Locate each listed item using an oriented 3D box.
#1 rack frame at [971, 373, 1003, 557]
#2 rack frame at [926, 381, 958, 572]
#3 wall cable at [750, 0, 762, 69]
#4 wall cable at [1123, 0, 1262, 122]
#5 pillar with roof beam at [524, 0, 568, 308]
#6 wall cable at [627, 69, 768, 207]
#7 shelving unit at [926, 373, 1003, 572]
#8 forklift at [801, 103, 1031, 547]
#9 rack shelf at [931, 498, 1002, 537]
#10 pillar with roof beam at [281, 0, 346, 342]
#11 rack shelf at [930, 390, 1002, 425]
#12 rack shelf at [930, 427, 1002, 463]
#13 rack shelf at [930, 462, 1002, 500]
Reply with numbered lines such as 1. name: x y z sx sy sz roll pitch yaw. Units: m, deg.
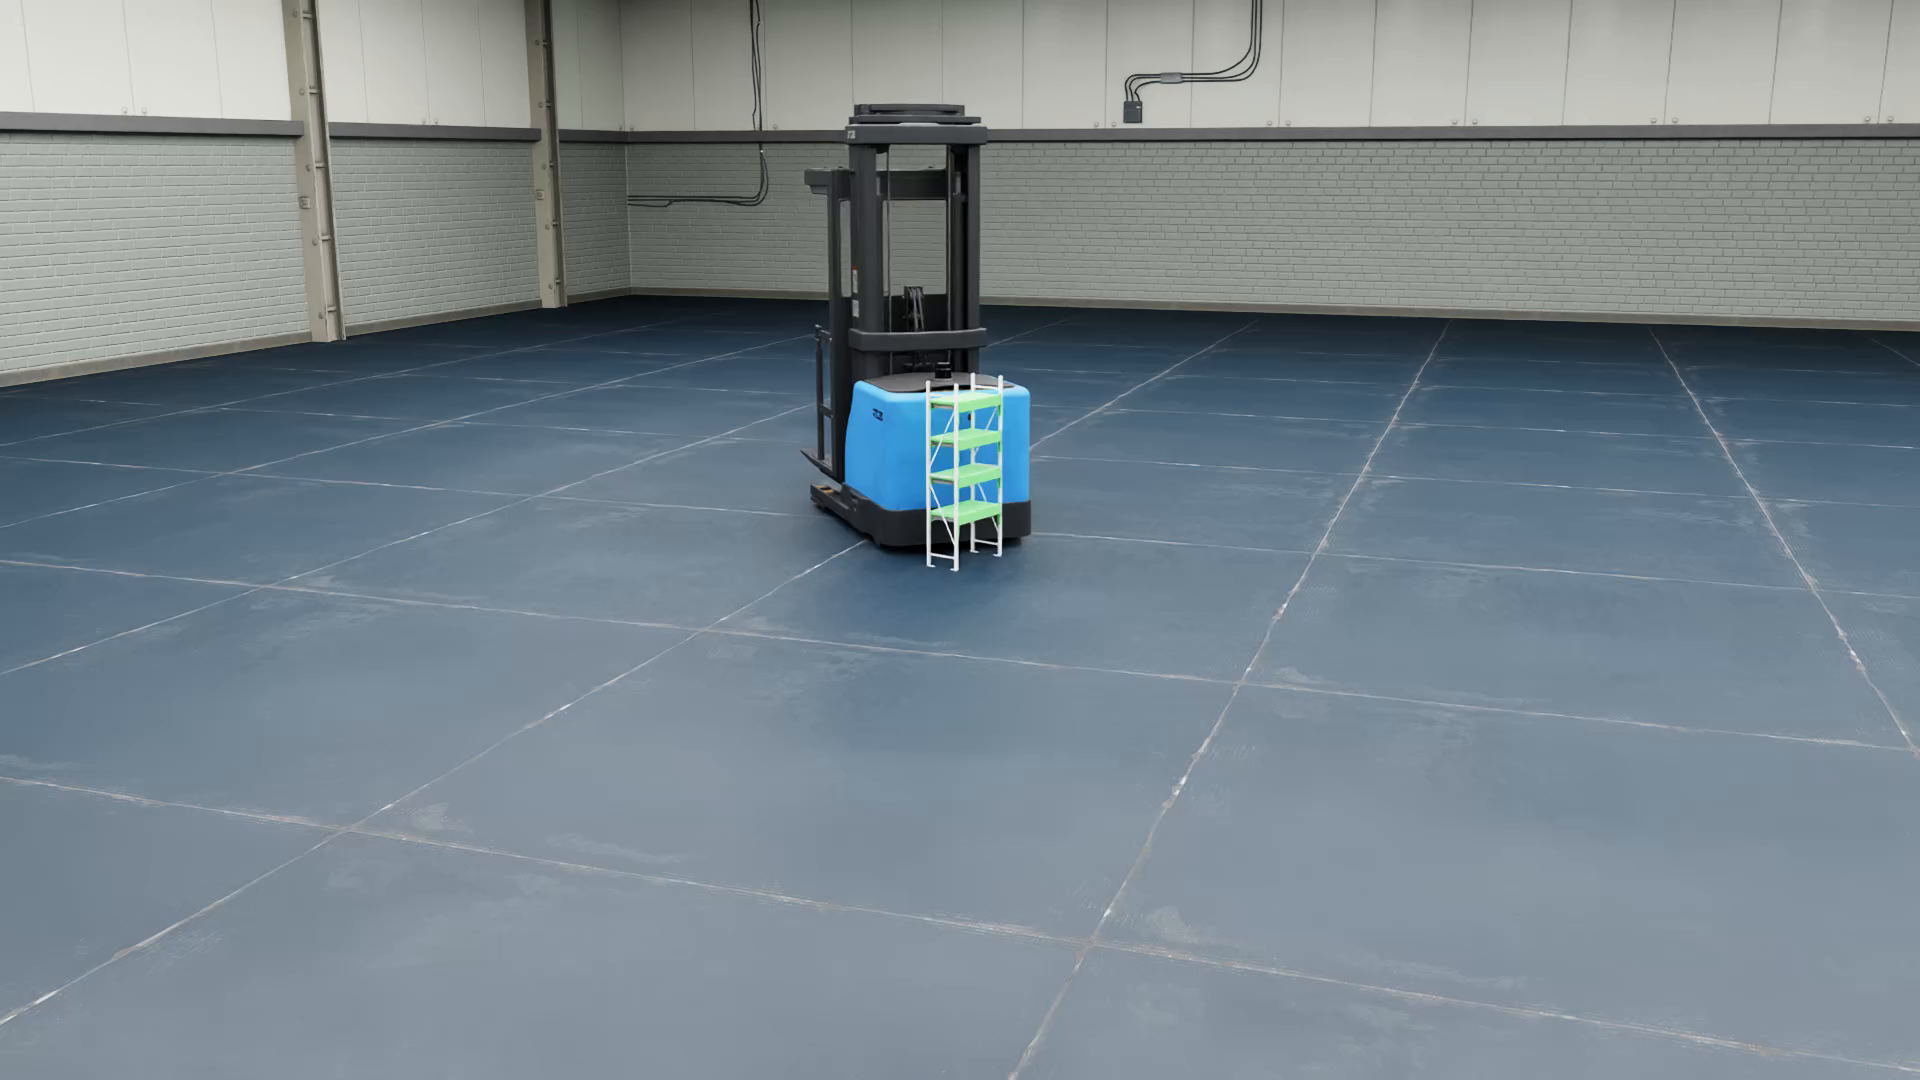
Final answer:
1. rack frame: 0.174 -0.488 10.930 0.240 1.200 0.015 9 16 35
2. rack frame: -0.113 -0.400 10.545 0.240 1.200 0.015 9 16 35
3. wall cable: -2.499 -9.838 29.997 3.097 2.526 0.112 4 14 18
4. wall cable: 3.918 -10.056 27.680 2.305 6.003 0.169 4 14 18
5. pillar with roof beam: -3.190 -8.250 27.409 9.100 9.000 0.400 4 14 18
6. wall cable: -5.059 -7.571 31.413 3.097 2.526 0.112 4 14 18
7. shelving unit: 0.031 -0.444 10.737 0.258 1.200 0.503 9 16 35
8. forklift: -0.490 -1.667 12.203 1.130 2.935 3.031 -5 14 -19
9. rack shelf: 0.031 -0.148 10.805 0.258 0.148 0.480 9 16 35
10. pillar with roof beam: -5.131 -6.986 21.874 9.100 9.000 0.400 4 14 18
11. rack shelf: 0.031 -0.850 10.645 0.258 0.148 0.480 9 16 35
12. rack shelf: 0.031 -0.616 10.698 0.258 0.148 0.480 9 16 35
13. rack shelf: 0.031 -0.382 10.752 0.258 0.148 0.480 9 16 35
